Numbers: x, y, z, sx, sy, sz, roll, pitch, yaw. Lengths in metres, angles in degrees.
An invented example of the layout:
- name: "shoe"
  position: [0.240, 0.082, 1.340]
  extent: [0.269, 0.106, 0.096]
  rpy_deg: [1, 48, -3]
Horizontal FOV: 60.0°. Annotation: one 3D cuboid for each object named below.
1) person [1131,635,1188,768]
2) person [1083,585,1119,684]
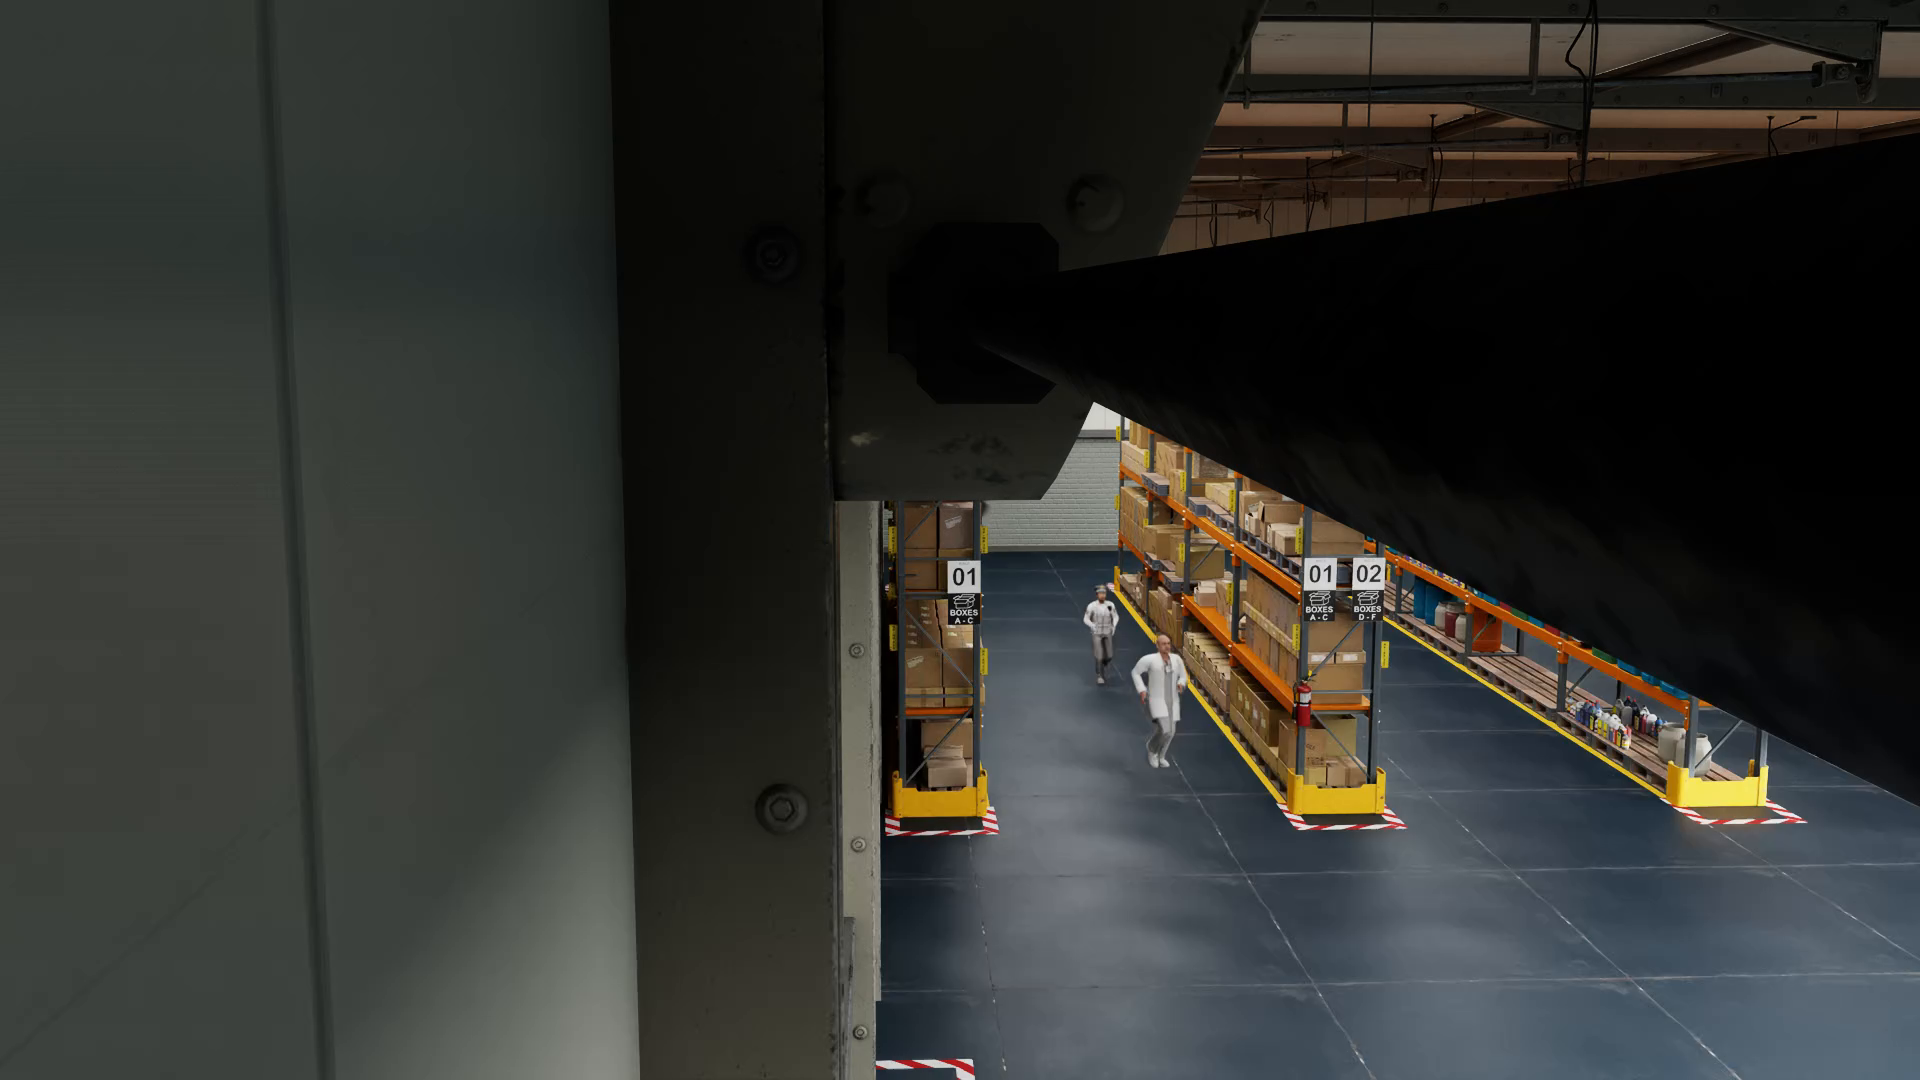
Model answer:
- name: "person"
  position: [2.646, 2.105, 21.510]
  extent: [0.705, 1.750, 0.644]
  rpy_deg: [-3, 9, -21]
- name: "person"
  position: [2.354, 1.559, 27.528]
  extent: [0.609, 1.651, 0.546]
  rpy_deg: [-1, 8, -5]
